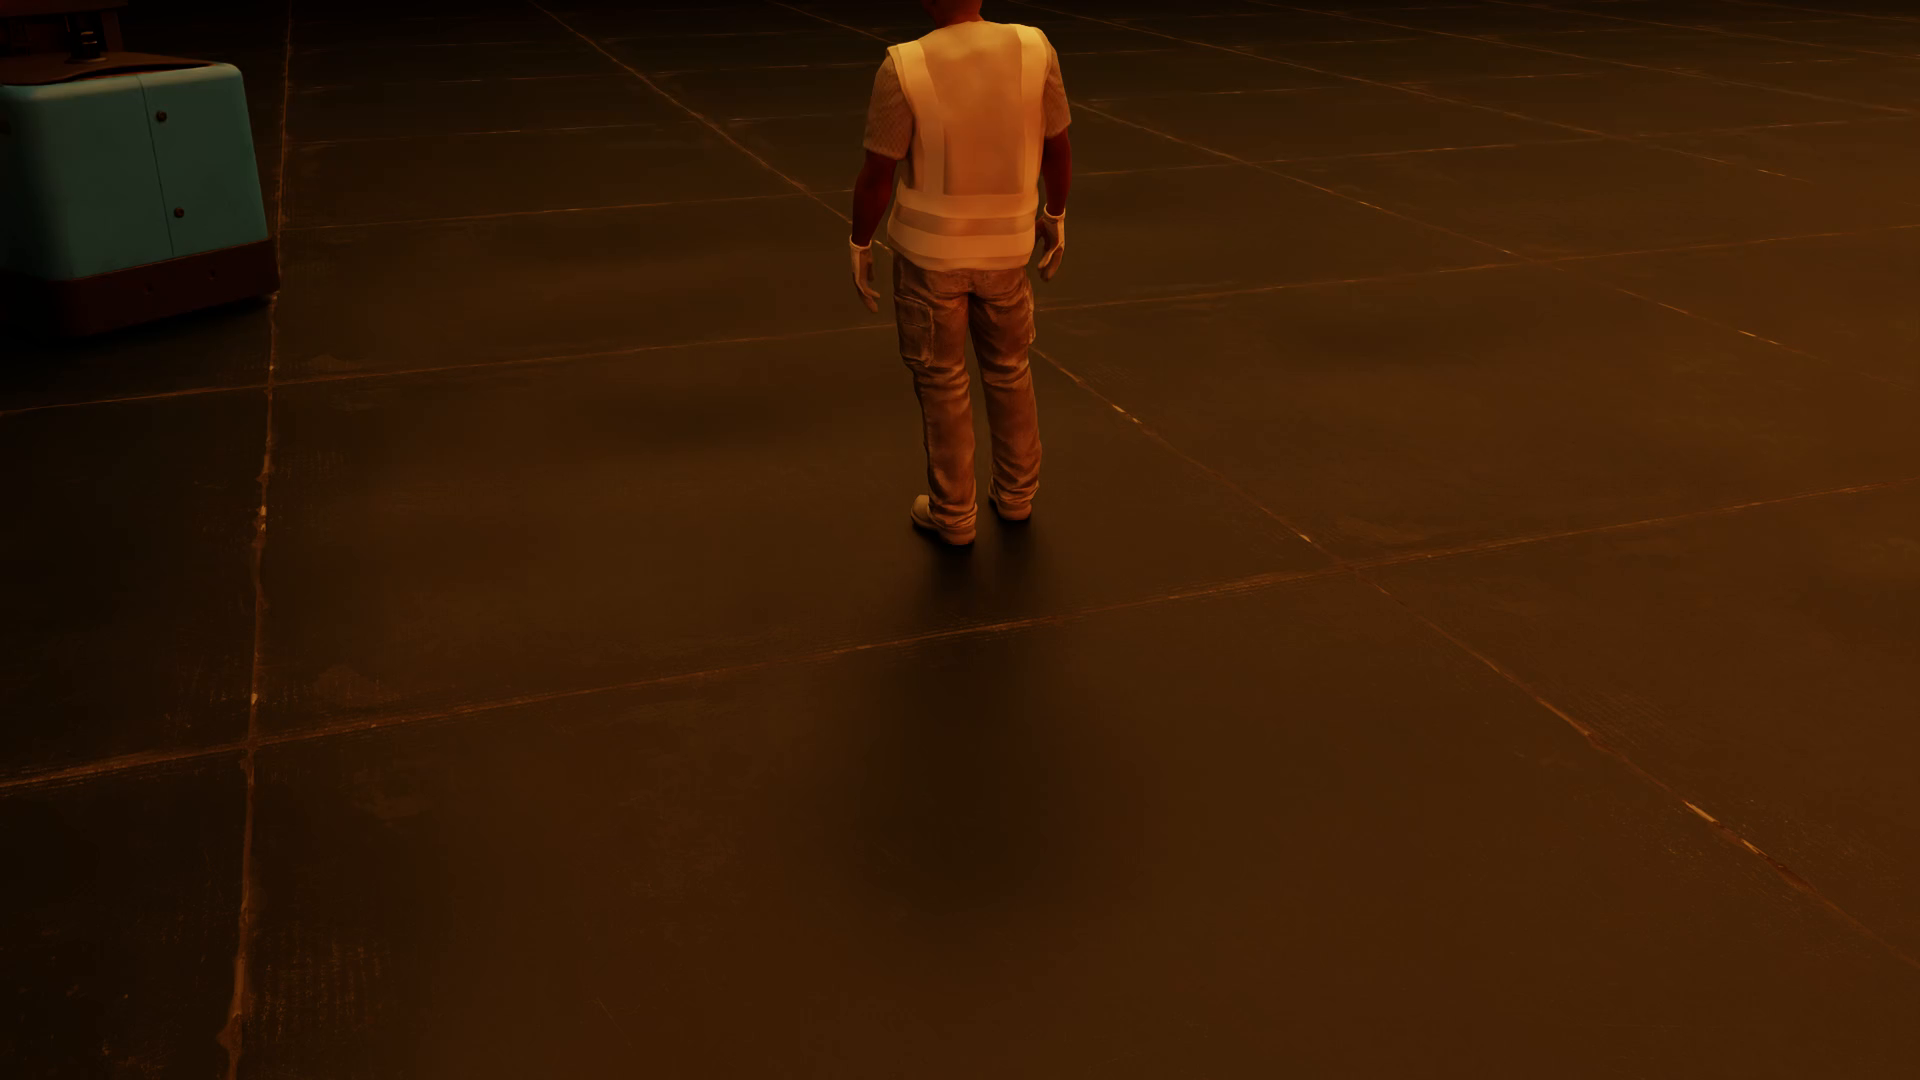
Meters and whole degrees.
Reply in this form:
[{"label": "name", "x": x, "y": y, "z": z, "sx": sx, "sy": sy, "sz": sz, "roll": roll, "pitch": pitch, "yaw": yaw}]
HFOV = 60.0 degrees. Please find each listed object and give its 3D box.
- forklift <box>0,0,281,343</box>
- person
[{"label": "forklift", "x": -4.627, "y": -2.603, "z": 7.489, "sx": 3.031, "sy": 2.935, "sz": 1.130, "roll": 15, "pitch": 27, "yaw": 31}, {"label": "person", "x": -0.017, "y": -0.857, "z": 4.797, "sx": 0.657, "sy": 1.785, "sz": 0.574, "roll": -8, "pitch": 24, "yaw": -18}]
